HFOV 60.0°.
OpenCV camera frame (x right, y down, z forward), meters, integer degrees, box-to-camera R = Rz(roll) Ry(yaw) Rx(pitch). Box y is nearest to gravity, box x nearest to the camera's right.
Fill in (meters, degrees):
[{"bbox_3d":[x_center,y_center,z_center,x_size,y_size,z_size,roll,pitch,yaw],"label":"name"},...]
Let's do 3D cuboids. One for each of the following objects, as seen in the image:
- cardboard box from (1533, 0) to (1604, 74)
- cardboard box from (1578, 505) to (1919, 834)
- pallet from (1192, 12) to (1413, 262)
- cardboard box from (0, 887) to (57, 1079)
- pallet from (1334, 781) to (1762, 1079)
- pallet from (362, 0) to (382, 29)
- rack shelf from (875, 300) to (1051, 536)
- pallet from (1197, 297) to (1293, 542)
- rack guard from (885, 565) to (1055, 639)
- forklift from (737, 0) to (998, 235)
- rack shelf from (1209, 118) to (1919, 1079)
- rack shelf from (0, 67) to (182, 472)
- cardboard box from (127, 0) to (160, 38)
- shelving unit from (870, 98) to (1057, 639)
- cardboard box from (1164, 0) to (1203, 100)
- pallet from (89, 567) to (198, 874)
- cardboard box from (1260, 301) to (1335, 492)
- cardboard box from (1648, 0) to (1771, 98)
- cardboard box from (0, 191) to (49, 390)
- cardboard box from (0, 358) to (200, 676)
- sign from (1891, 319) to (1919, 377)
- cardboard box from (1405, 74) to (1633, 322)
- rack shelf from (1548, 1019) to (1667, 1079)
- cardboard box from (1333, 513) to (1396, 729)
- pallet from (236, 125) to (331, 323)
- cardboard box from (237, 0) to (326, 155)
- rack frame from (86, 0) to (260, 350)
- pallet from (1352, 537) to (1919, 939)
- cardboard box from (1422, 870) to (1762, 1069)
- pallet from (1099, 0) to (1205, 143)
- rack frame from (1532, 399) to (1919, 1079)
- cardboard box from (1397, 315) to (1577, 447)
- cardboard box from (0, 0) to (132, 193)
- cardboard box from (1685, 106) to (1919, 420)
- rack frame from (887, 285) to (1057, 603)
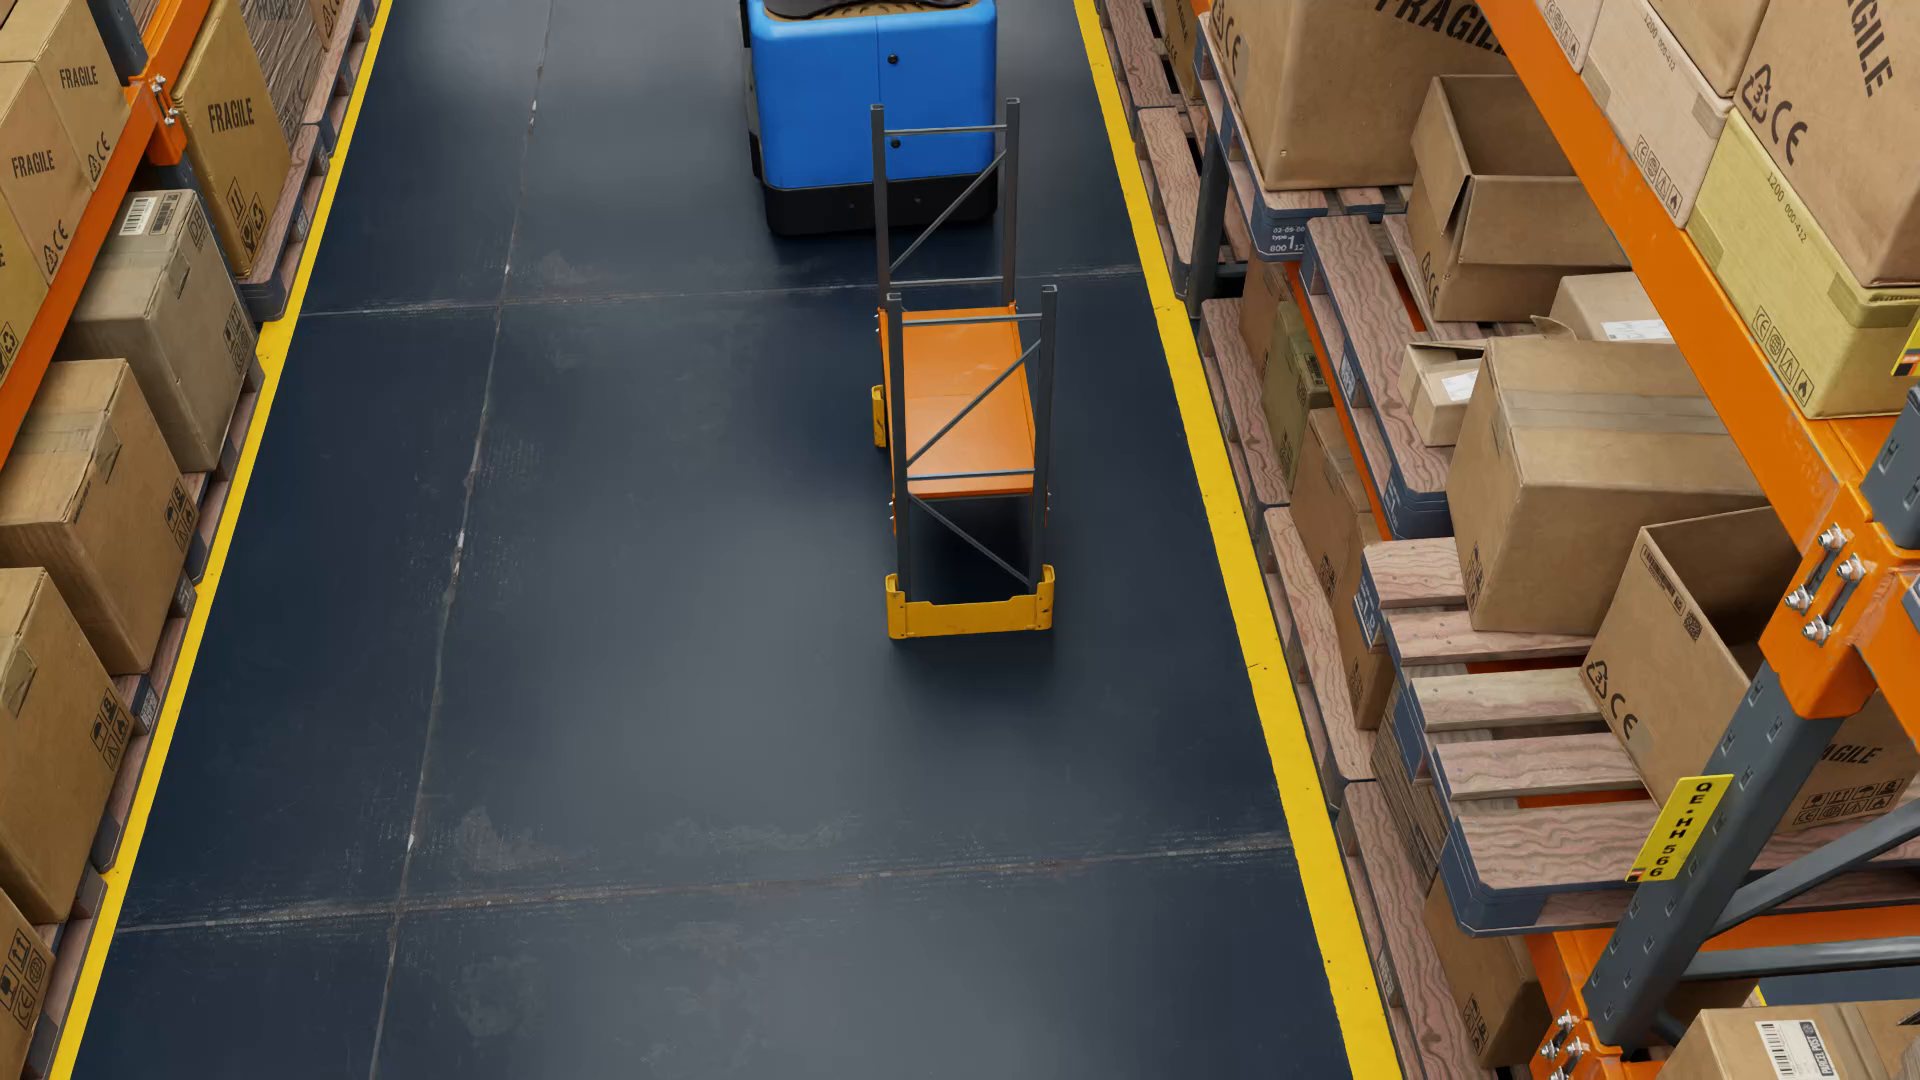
[{"bbox_3d":[1.438,-1.184,3.343,0.500,0.250,0.500,-2,47,-2],"label":"cardboard box"},{"bbox_3d":[1.732,0.280,3.561,0.500,0.500,0.500,-9,47,-8],"label":"cardboard box"},{"bbox_3d":[1.401,-1.420,5.661,1.003,0.211,1.213,-3,47,-3],"label":"pallet"},{"bbox_3d":[-3.096,1.258,4.253,1.050,0.750,0.750,-4,47,-4],"label":"cardboard box"},{"bbox_3d":[1.753,1.240,4.930,1.003,0.211,1.213,-3,47,-3],"label":"pallet"},{"bbox_3d":[-3.659,-3.180,9.117,1.003,0.211,1.213,-3,47,-3],"label":"pallet"},{"bbox_3d":[-0.007,-0.454,5.895,0.538,0.185,1.000,-3,47,-3],"label":"rack shelf"},{"bbox_3d":[1.548,-0.525,6.602,1.003,0.211,1.213,-3,47,-3],"label":"pallet"},{"bbox_3d":[0.035,0.219,5.870,0.587,0.250,0.087,-3,47,-3],"label":"rack guard"},{"bbox_3d":[-0.554,-3.454,7.502,1.130,2.935,3.031,-6,47,-6],"label":"forklift"},{"bbox_3d":[1.649,-0.353,5.014,1.077,0.370,4.000,-3,47,-3],"label":"rack shelf"},{"bbox_3d":[-3.302,-0.125,4.797,1.077,0.370,4.000,-3,47,-3],"label":"rack shelf"},{"bbox_3d":[-3.512,-2.137,6.104,0.875,0.550,0.550,-3,47,-3],"label":"cardboard box"},{"bbox_3d":[-0.006,-0.571,5.758,0.587,1.500,1.083,-3,47,-3],"label":"shelving unit"},{"bbox_3d":[1.302,-2.482,7.967,0.500,0.500,0.500,-7,47,-7],"label":"cardboard box"},{"bbox_3d":[-3.224,0.578,5.557,1.003,0.211,1.213,-3,47,-3],"label":"pallet"},{"bbox_3d":[1.533,-0.547,6.121,0.700,0.500,0.500,-4,47,-4],"label":"cardboard box"},{"bbox_3d":[1.474,-1.091,2.738,0.500,0.500,0.500,-4,47,-3],"label":"cardboard box"},{"bbox_3d":[-3.074,-0.761,4.836,0.500,0.500,0.500,-3,47,-3],"label":"cardboard box"},{"bbox_3d":[-3.251,-0.048,5.490,1.050,0.750,0.750,-3,47,-3],"label":"cardboard box"},{"bbox_3d":[1.276,-0.331,2.075,0.100,0.325,0.005,-3,47,-3],"label":"sign"},{"bbox_3d":[1.719,-0.979,4.750,0.797,0.503,0.637,1,47,1],"label":"cardboard box"},{"bbox_3d":[1.984,2.541,2.273,1.077,0.370,4.000,-3,47,-3],"label":"rack shelf"},{"bbox_3d":[1.627,0.261,5.355,0.700,0.500,0.500,0,47,0],"label":"cardboard box"},{"bbox_3d":[-3.455,-1.415,7.445,1.003,0.211,1.213,-3,47,-3],"label":"pallet"},{"bbox_3d":[-3.531,-2.344,7.578,0.875,0.875,0.875,-3,47,-3],"label":"cardboard box"},{"bbox_3d":[-3.469,-1.819,5.907,1.000,3.000,0.127,-3,47,-3],"label":"rack frame"},{"bbox_3d":[1.651,0.404,3.934,1.213,0.211,1.003,-3,47,-3],"label":"pallet"},{"bbox_3d":[1.741,1.071,4.588,0.700,0.500,0.500,-6,47,-5],"label":"cardboard box"},{"bbox_3d":[1.285,-2.457,8.431,1.003,0.211,1.213,-3,47,-3],"label":"pallet"},{"bbox_3d":[1.817,0.847,3.382,1.000,3.000,0.127,-3,47,-3],"label":"rack frame"},{"bbox_3d":[1.408,-0.441,4.406,0.396,0.266,0.258,-5,47,-4],"label":"cardboard box"},{"bbox_3d":[-3.159,-1.492,5.528,0.500,0.500,0.500,-4,47,-4],"label":"cardboard box"},{"bbox_3d":[1.532,-0.462,2.659,0.500,0.250,0.500,-3,47,-3],"label":"cardboard box"},{"bbox_3d":[0.035,-0.210,5.416,0.500,1.500,0.032,-3,47,-3],"label":"rack frame"}]
